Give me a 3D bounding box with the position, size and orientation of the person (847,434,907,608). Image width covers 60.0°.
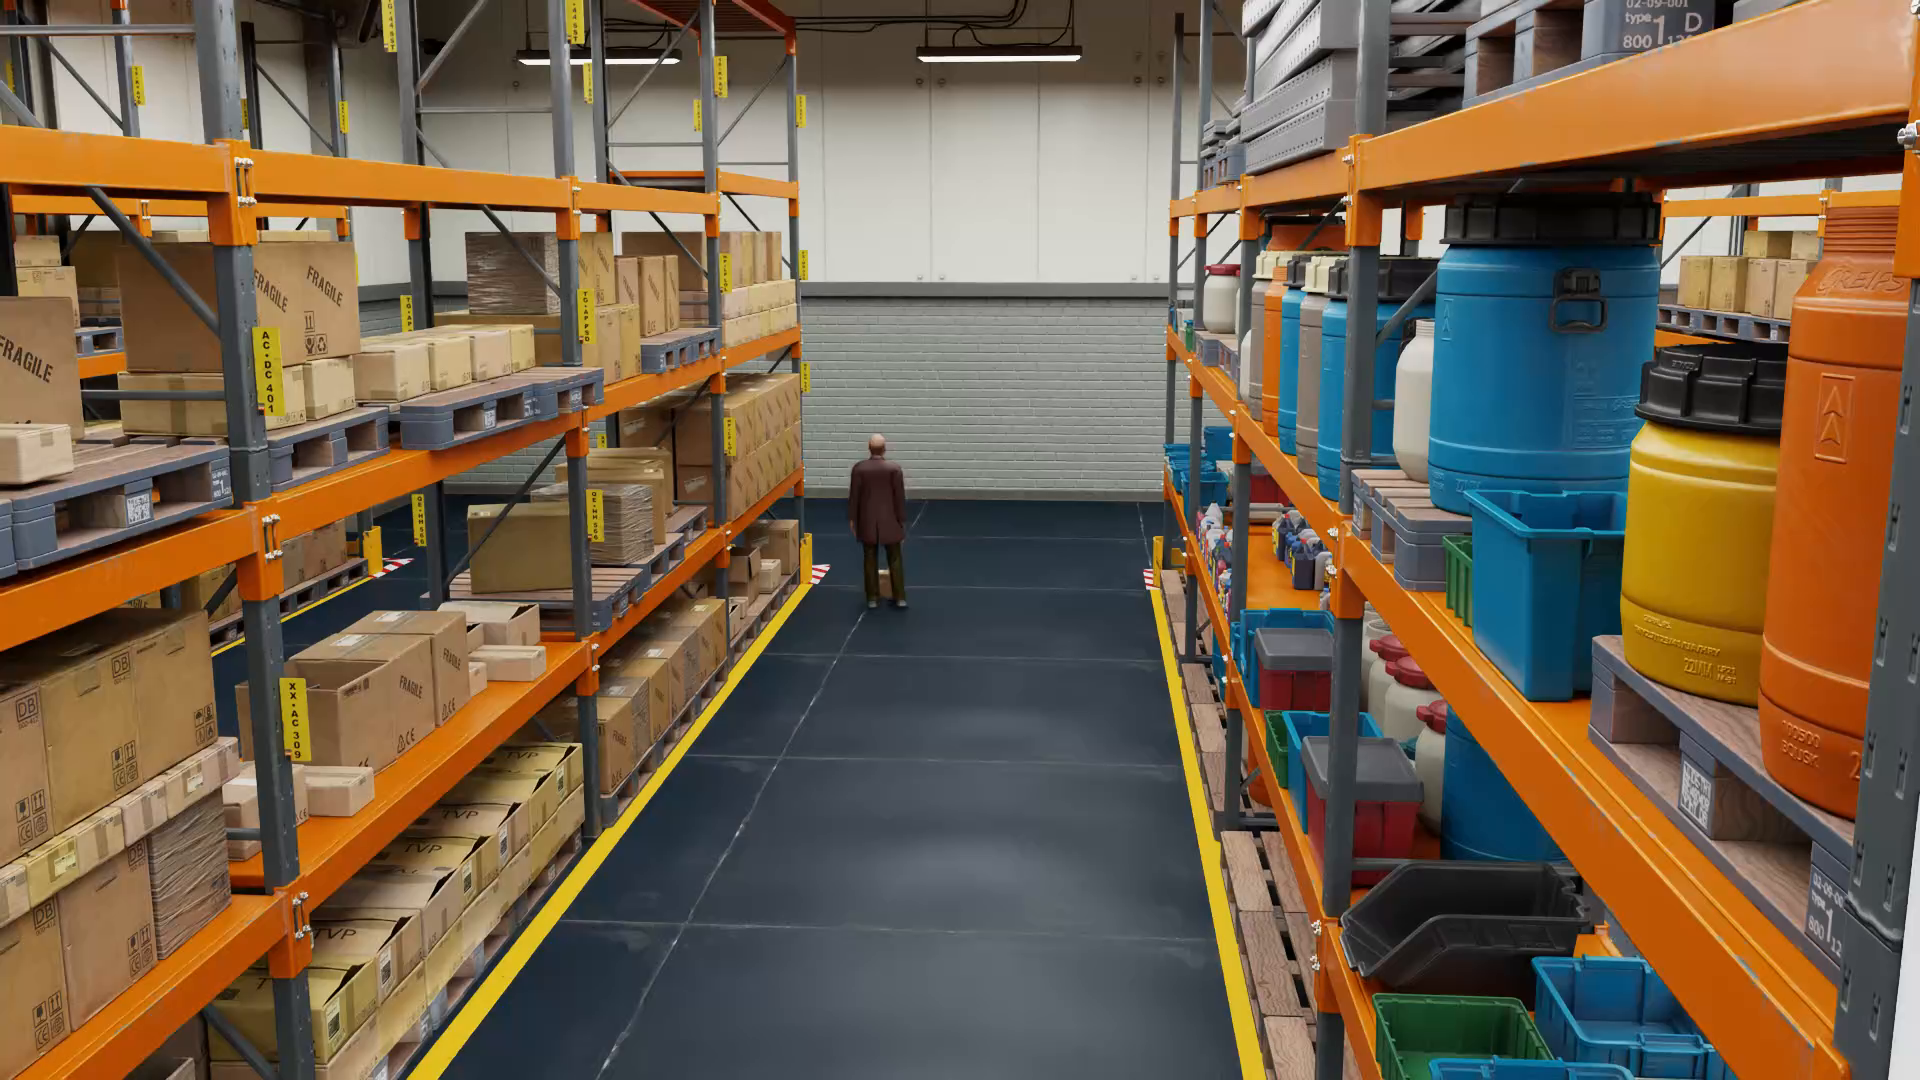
[{"bbox_3d":[-0.843,-0.199,17.015,0.617,1.790,0.390,1,11,5],"label":"person"}]
